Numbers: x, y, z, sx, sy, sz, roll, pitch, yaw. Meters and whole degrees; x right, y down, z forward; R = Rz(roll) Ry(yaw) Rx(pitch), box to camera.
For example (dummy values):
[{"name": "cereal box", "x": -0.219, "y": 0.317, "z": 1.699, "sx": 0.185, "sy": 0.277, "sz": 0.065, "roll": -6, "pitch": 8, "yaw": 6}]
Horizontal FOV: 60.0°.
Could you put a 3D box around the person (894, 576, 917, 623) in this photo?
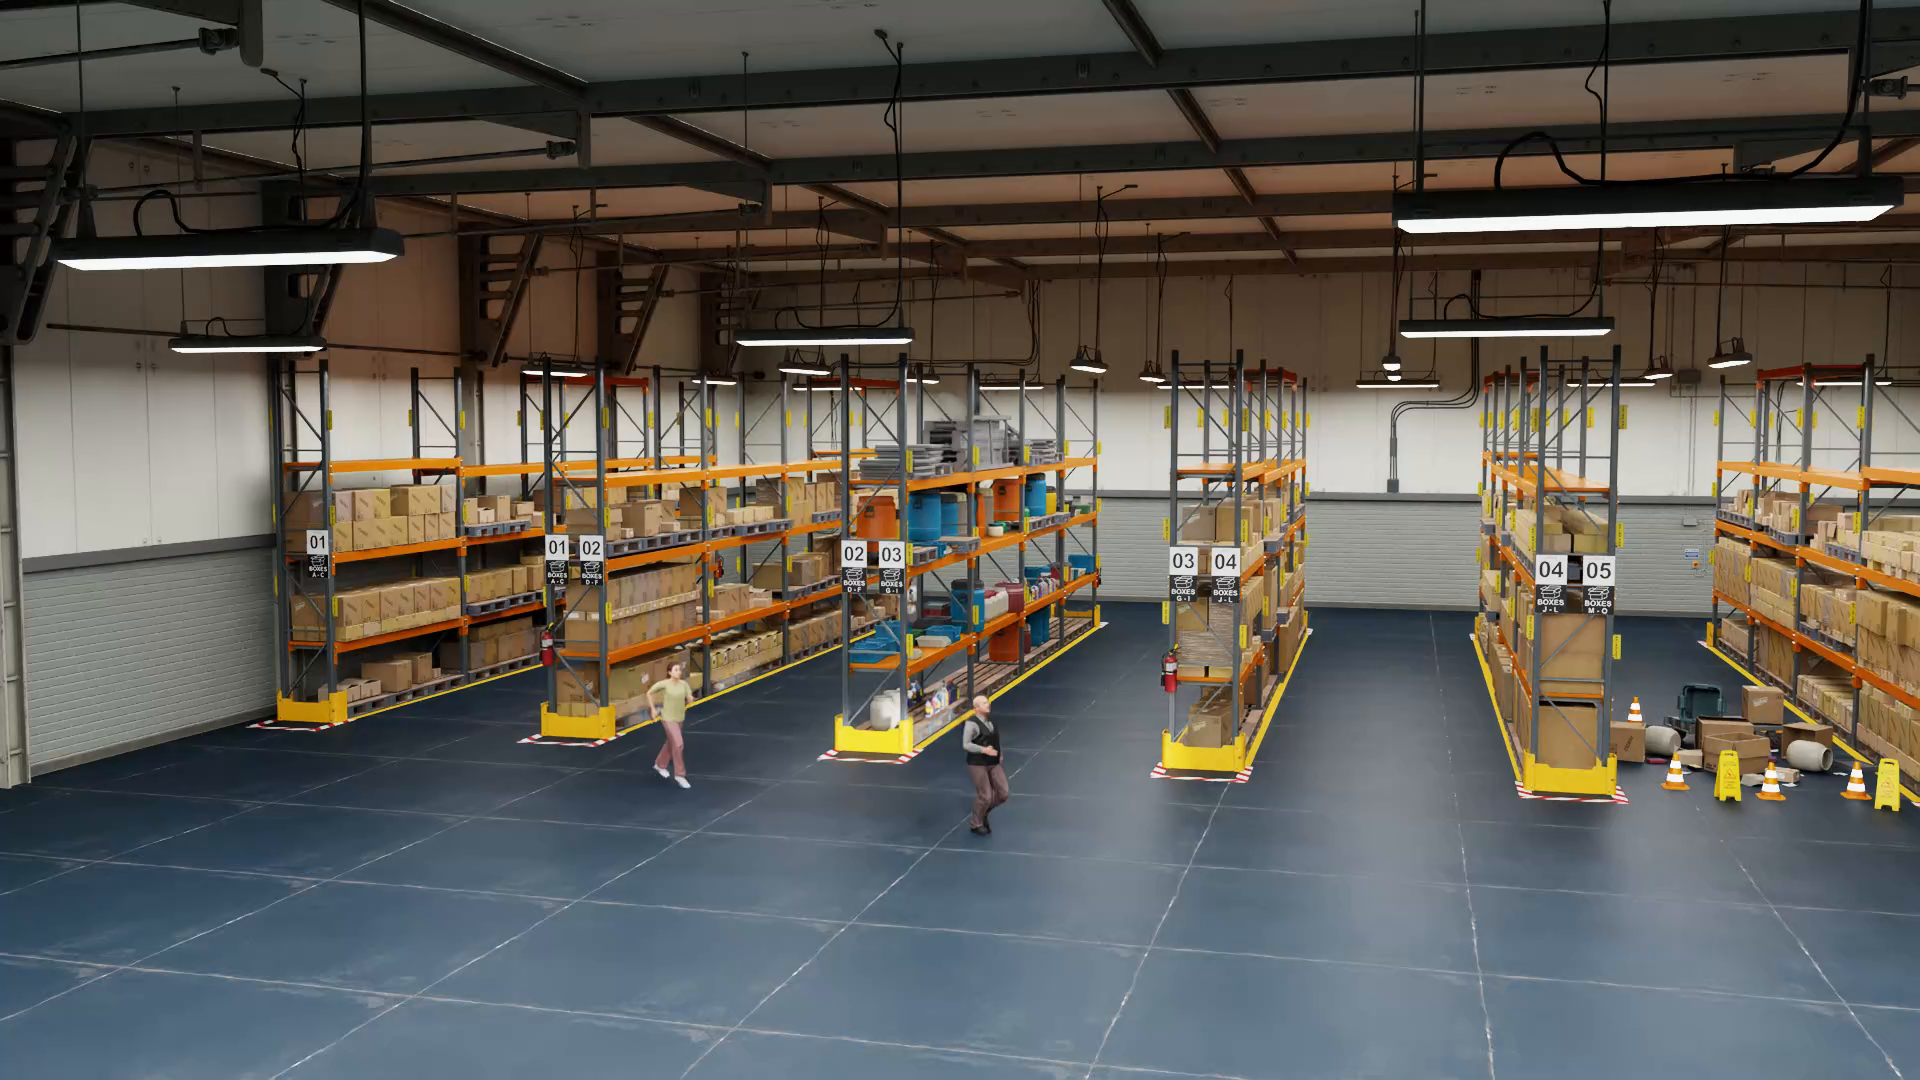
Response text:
[{"name": "person", "x": -1.044, "y": 1.522, "z": 32.834, "sx": 0.549, "sy": 1.803, "sz": 0.734, "roll": 1, "pitch": 4, "yaw": 10}]

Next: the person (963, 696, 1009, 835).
[{"name": "person", "x": 0.342, "y": 2.714, "z": 20.023, "sx": 0.578, "sy": 1.676, "sz": 0.649, "roll": 4, "pitch": 6, "yaw": 43}]

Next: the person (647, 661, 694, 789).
[{"name": "person", "x": -3.965, "y": 2.510, "z": 22.887, "sx": 0.844, "sy": 1.715, "sz": 0.546, "roll": 4, "pitch": 5, "yaw": 41}]
